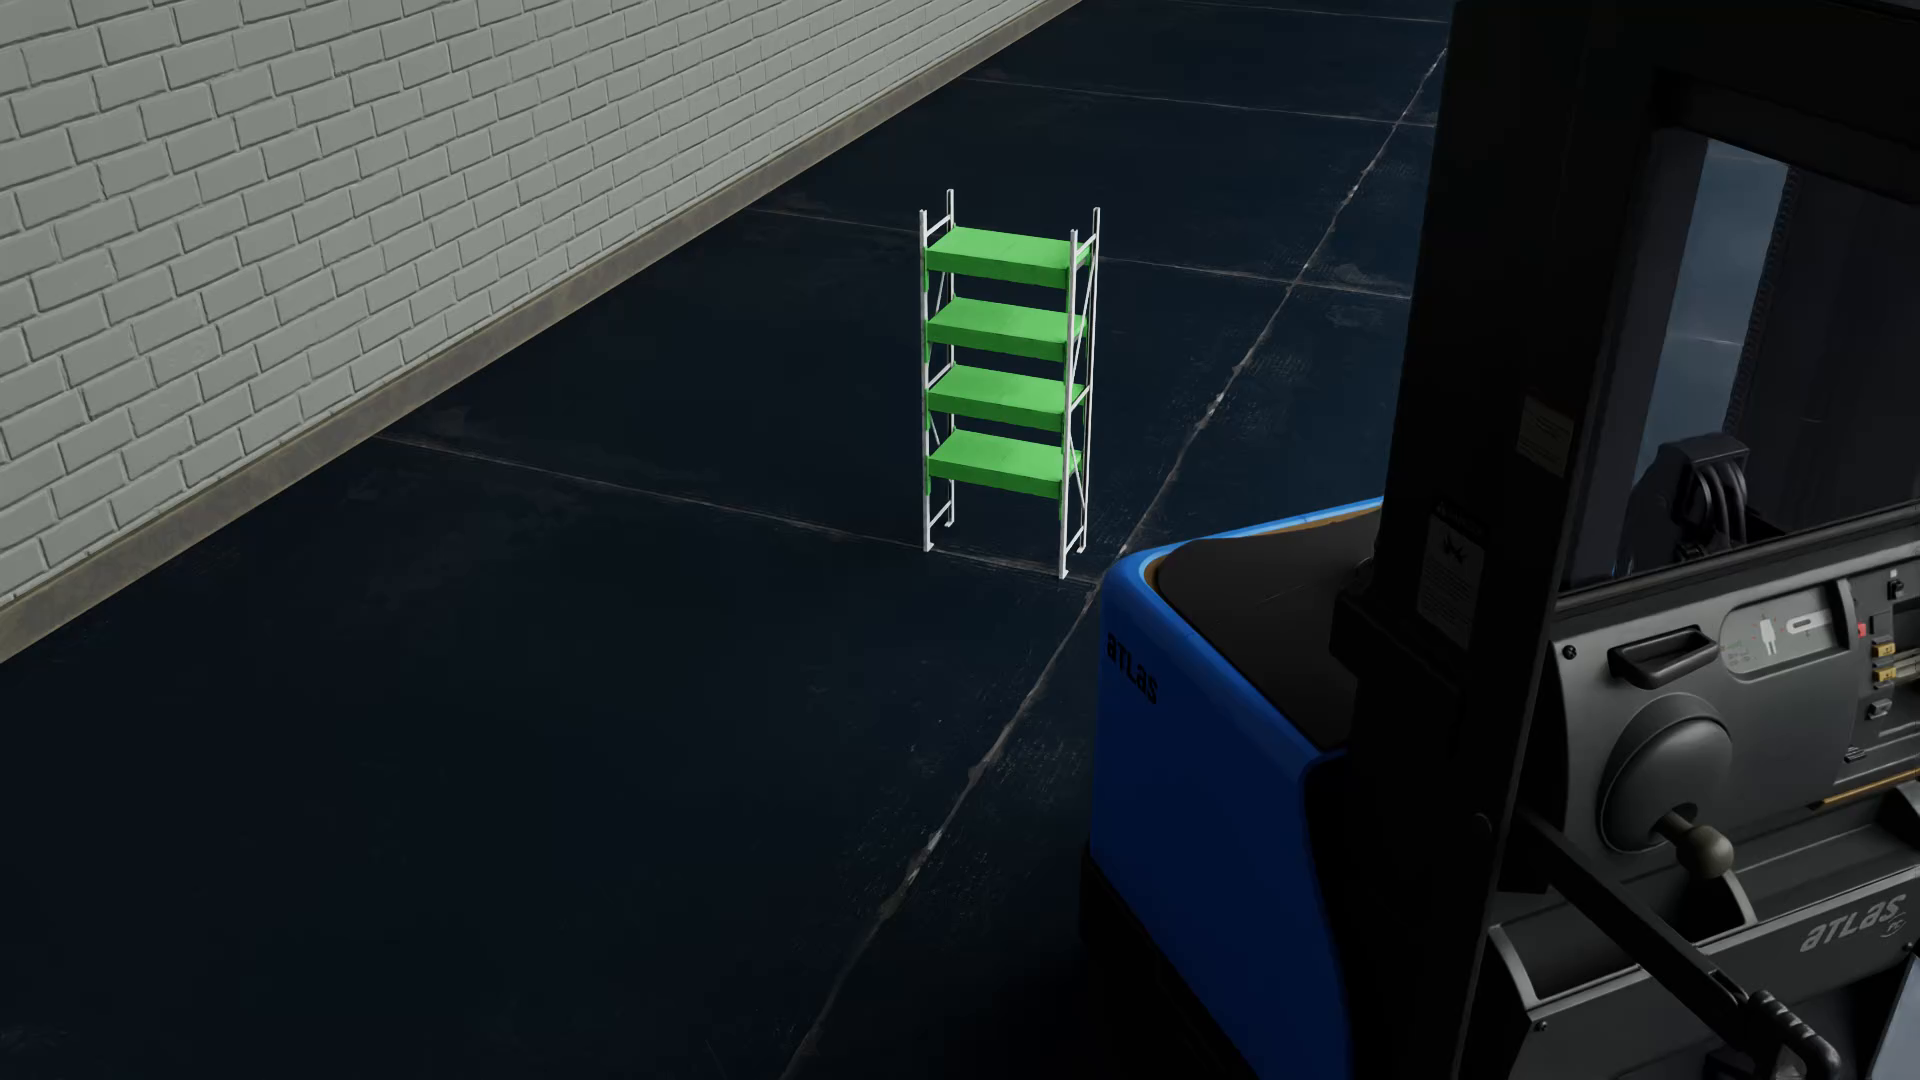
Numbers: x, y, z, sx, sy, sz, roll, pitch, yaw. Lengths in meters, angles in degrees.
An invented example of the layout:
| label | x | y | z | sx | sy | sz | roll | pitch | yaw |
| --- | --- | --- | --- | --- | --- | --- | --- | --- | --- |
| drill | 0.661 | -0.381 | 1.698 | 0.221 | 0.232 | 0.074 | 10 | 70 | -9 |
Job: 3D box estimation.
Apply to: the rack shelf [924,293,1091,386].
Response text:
| label | x | y | z | sx | sy | sz | roll | pitch | yaw |
| --- | --- | --- | --- | --- | --- | --- | --- | --- | --- |
| rack shelf | 0.153 | -0.645 | 5.314 | 0.480 | 0.148 | 0.258 | 11 | 31 | 19 |

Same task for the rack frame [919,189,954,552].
| label | x | y | z | sx | sy | sz | roll | pitch | yaw |
| --- | --- | --- | --- | --- | --- | --- | --- | --- | --- |
| rack frame | -0.073 | -0.537 | 5.480 | 0.015 | 1.200 | 0.240 | 11 | 31 | 19 |

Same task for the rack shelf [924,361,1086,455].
| label | x | y | z | sx | sy | sz | roll | pitch | yaw |
| --- | --- | --- | --- | --- | --- | --- | --- | --- | --- |
| rack shelf | 0.153 | -0.436 | 5.432 | 0.480 | 0.148 | 0.258 | 11 | 31 | 19 |

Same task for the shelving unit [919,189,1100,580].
| label | x | y | z | sx | sy | sz | roll | pitch | yaw |
| --- | --- | --- | --- | --- | --- | --- | --- | --- | --- |
| shelving unit | 0.153 | -0.492 | 5.401 | 0.503 | 1.200 | 0.258 | 11 | 31 | 19 |

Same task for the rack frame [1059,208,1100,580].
| label | x | y | z | sx | sy | sz | roll | pitch | yaw |
| --- | --- | --- | --- | --- | --- | --- | --- | --- | --- |
| rack frame | 0.379 | -0.447 | 5.321 | 0.015 | 1.200 | 0.240 | 11 | 31 | 19 |

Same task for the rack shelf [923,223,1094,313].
| label | x | y | z | sx | sy | sz | roll | pitch | yaw |
| --- | --- | --- | --- | --- | --- | --- | --- | --- | --- |
| rack shelf | 0.153 | -0.854 | 5.196 | 0.480 | 0.148 | 0.258 | 11 | 31 | 19 |

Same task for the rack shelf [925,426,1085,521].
| label | x | y | z | sx | sy | sz | roll | pitch | yaw |
| --- | --- | --- | --- | --- | --- | --- | --- | --- | --- |
| rack shelf | 0.153 | -0.227 | 5.550 | 0.480 | 0.148 | 0.258 | 11 | 31 | 19 |

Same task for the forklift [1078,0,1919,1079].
| label | x | y | z | sx | sy | sz | roll | pitch | yaw |
| --- | --- | --- | --- | --- | --- | --- | --- | --- | --- |
| forklift | 1.337 | 0.265 | 2.302 | 1.130 | 2.935 | 3.031 | -12 | 32 | -20 |
